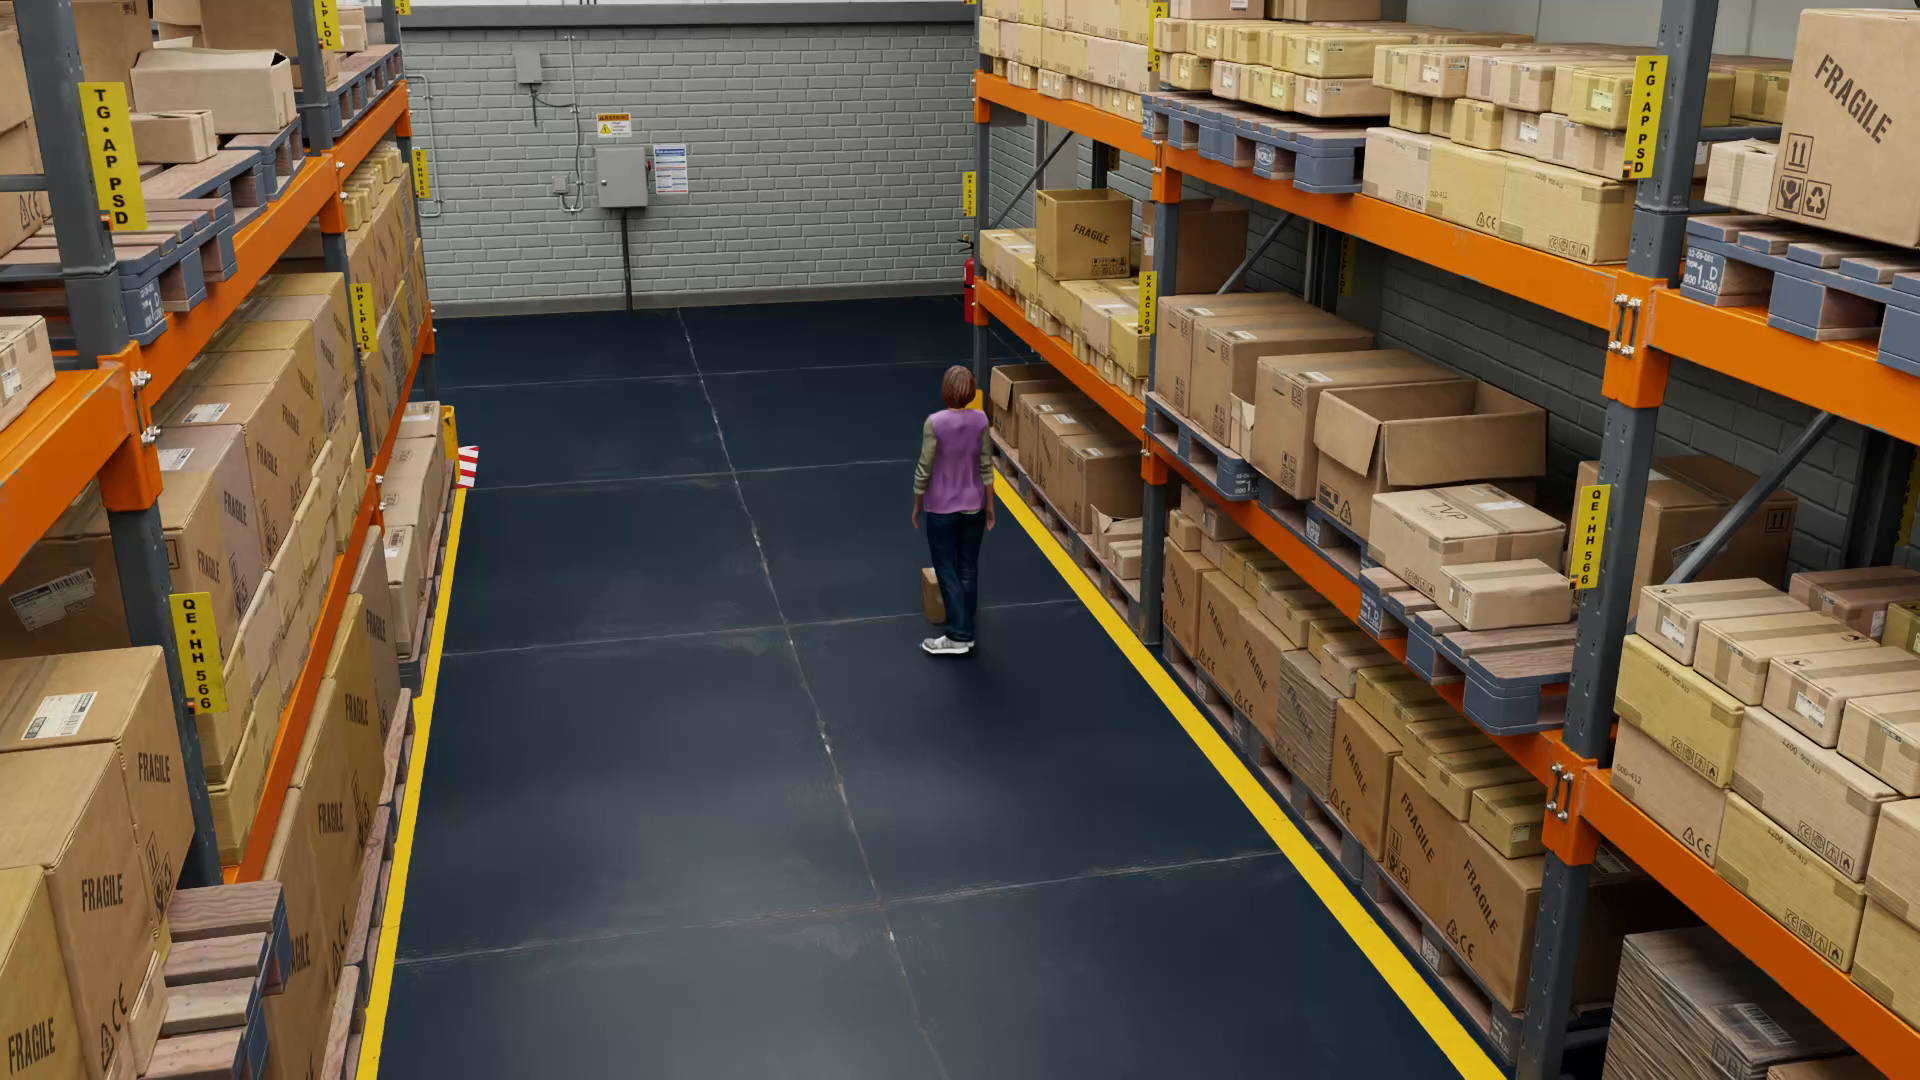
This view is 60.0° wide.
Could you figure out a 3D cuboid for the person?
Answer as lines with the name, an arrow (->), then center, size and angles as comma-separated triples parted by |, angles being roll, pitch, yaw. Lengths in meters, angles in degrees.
person -> -0.029, -0.160, 8.984 | 0.450, 1.597, 0.357 | -7, 21, -18
